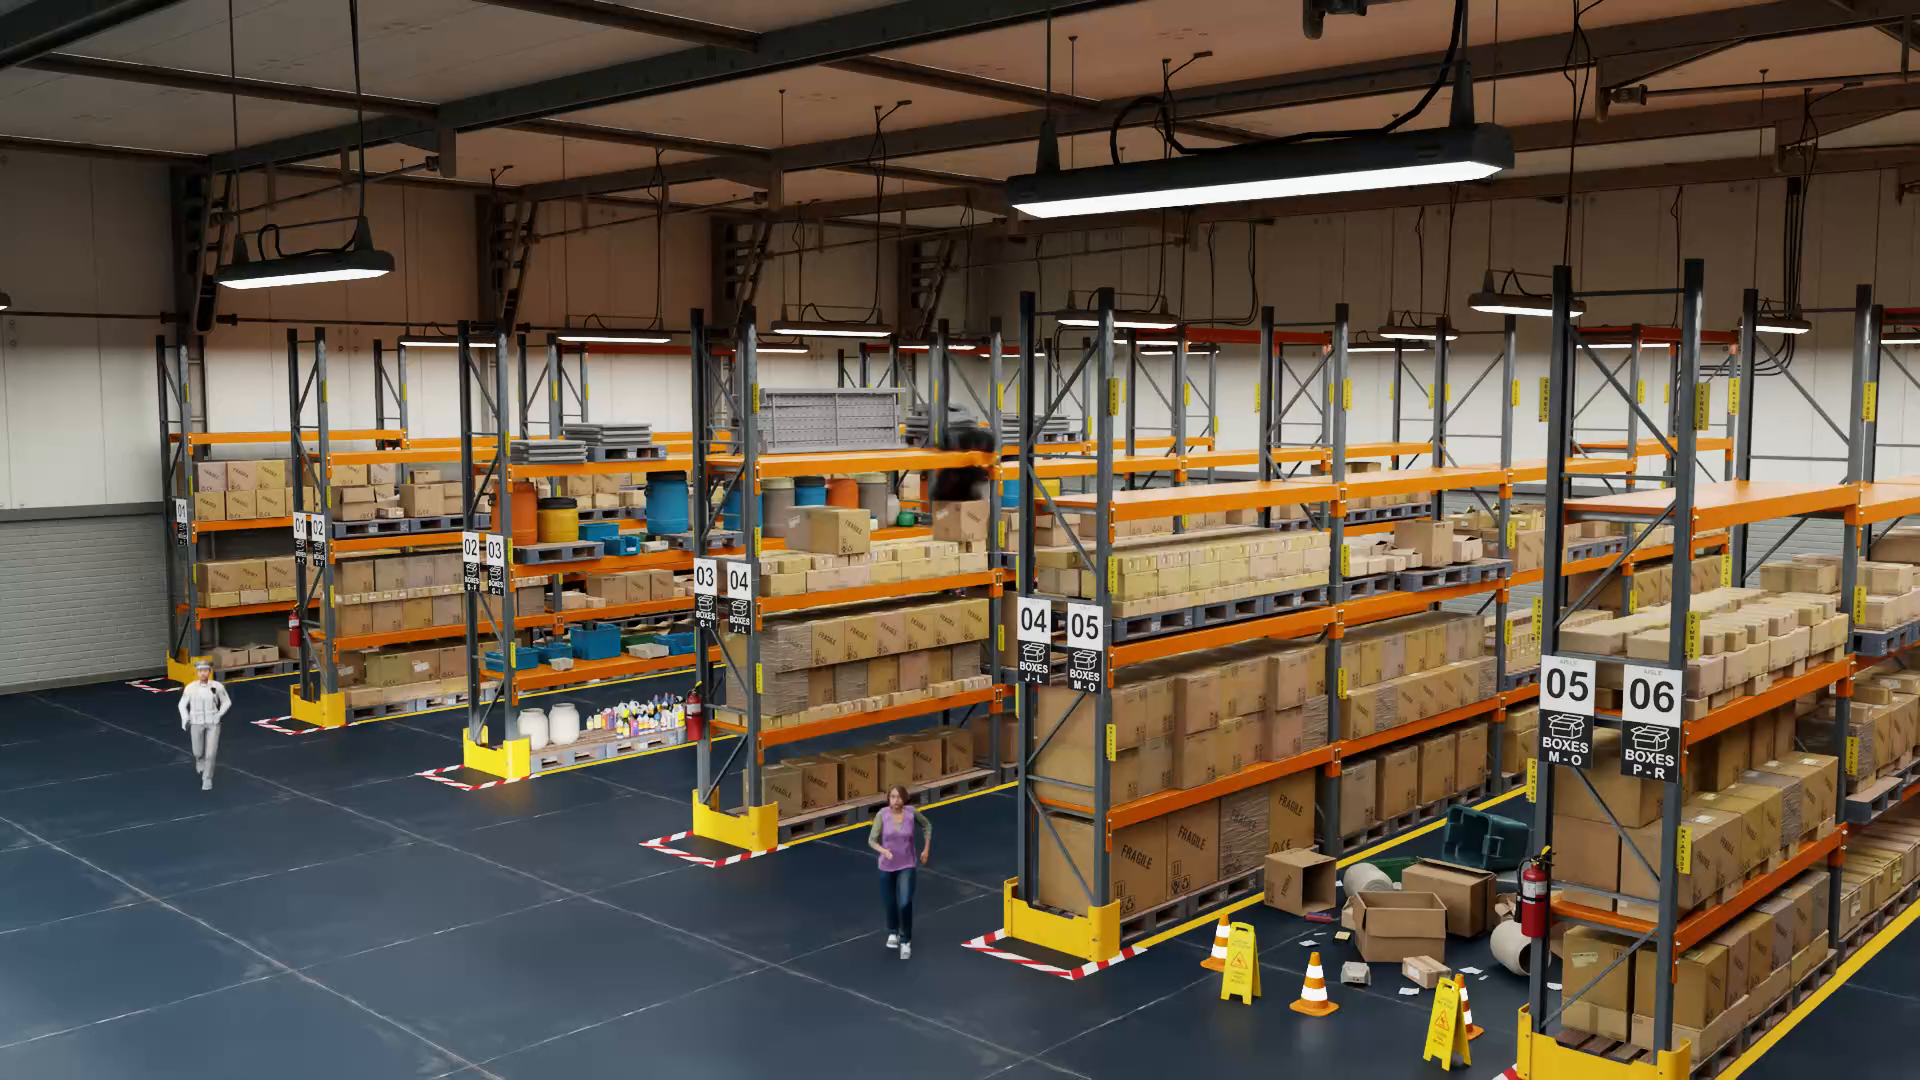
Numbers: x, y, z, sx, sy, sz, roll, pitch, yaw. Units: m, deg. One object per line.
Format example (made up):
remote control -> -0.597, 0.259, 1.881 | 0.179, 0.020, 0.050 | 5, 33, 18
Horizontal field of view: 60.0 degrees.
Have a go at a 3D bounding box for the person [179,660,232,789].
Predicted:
person -> -9.689, 2.352, 21.364 | 0.624, 1.654, 0.551 | -2, 6, -22

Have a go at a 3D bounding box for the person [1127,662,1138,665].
person -> 2.046, 2.176, 19.338 | 0.610, 1.820, 0.846 | 5, 7, 40

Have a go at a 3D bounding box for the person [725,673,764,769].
person -> -2.722, 2.017, 21.313 | 0.656, 1.866, 0.712 | 4, 6, 33

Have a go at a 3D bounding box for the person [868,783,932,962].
person -> -0.542, 3.090, 14.964 | 0.561, 1.414, 0.685 | 0, 5, 2
